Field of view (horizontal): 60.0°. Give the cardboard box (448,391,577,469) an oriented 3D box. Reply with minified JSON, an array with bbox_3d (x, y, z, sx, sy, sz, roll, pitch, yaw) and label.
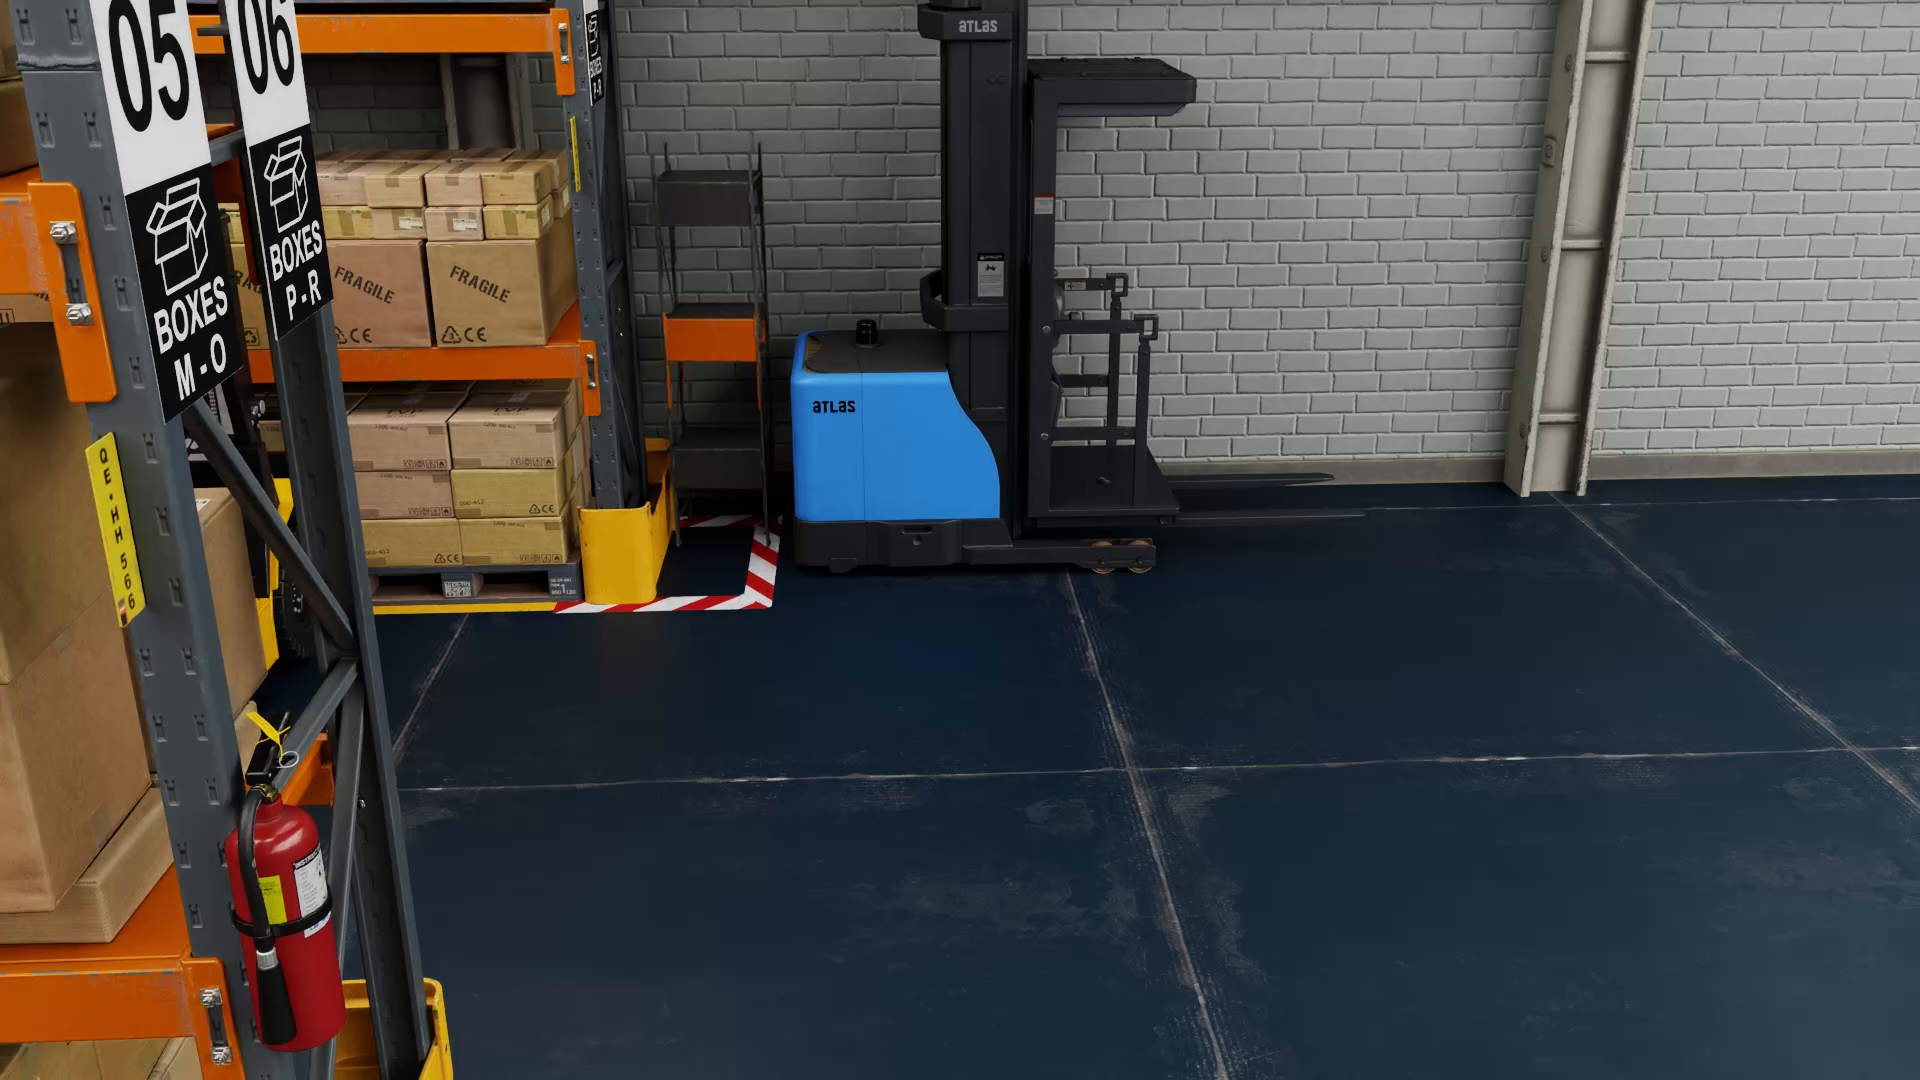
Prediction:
[{"bbox_3d":[-2.199,-0.546,8.210,0.500,0.250,0.500,0,21,-1],"label":"cardboard box"}]

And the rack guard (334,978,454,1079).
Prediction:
[{"bbox_3d":[-1.546,1.645,4.098,0.348,0.500,1.175,-1,21,-3],"label":"rack guard"}]

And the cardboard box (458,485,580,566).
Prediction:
[{"bbox_3d":[-2.209,-0.078,8.383,0.500,0.250,0.500,-1,21,-3],"label":"cardboard box"}]

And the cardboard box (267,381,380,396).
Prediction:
[{"bbox_3d":[-3.247,-0.706,8.629,0.500,0.250,0.500,-1,21,-3],"label":"cardboard box"}]

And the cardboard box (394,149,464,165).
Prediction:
[{"bbox_3d":[-2.631,-1.842,8.274,0.250,0.149,0.380,-1,21,-2],"label":"cardboard box"}]

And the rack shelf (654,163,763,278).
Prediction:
[{"bbox_3d":[-1.286,-1.653,8.580,0.480,0.518,0.431,0,21,1],"label":"rack shelf"}]

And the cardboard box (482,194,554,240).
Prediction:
[{"bbox_3d":[-2.088,-1.531,7.875,0.250,0.149,0.380,-1,21,-2],"label":"cardboard box"}]

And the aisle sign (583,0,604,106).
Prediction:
[{"bbox_3d":[-1.675,-2.400,7.555,0.004,0.787,0.394,-1,21,-3],"label":"aisle sign"}]

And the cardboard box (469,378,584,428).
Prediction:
[{"bbox_3d":[-2.248,-0.724,8.676,0.500,0.250,0.500,-1,21,-4],"label":"cardboard box"}]

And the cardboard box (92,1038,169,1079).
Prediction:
[{"bbox_3d":[-2.315,1.132,4.152,0.500,0.500,0.500,-2,21,-5],"label":"cardboard box"}]

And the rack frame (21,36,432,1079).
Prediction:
[{"bbox_3d":[-1.470,0.475,3.657,0.127,3.000,1.000,-1,21,-3],"label":"rack frame"}]

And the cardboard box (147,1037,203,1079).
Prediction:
[{"bbox_3d":[-2.292,1.482,4.287,0.500,0.250,0.500,-1,21,-3],"label":"cardboard box"}]

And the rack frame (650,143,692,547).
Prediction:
[{"bbox_3d":[-1.528,-1.013,8.830,0.015,2.100,0.400,0,21,1],"label":"rack frame"}]

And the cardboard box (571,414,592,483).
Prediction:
[{"bbox_3d":[-2.239,-0.497,8.783,0.500,0.250,0.500,-1,21,-2],"label":"cardboard box"}]

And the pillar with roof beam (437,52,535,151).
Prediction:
[{"bbox_3d":[-2.258,-2.869,4.008,0.400,9.000,9.100,-1,21,-3],"label":"pillar with roof beam"}]

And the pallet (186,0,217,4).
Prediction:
[{"bbox_3d":[-3.686,-2.618,7.689,1.213,0.211,1.003,-1,21,-3],"label":"pallet"}]

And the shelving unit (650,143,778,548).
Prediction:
[{"bbox_3d":[-1.284,-1.011,8.824,0.503,2.100,0.431,0,21,1],"label":"shelving unit"}]

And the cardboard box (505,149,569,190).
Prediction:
[{"bbox_3d":[-2.105,-1.846,8.284,0.250,0.149,0.380,-2,21,-4],"label":"cardboard box"}]

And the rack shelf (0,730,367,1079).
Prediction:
[{"bbox_3d":[-3.467,0.852,3.679,4.000,0.370,1.077,-1,21,-3],"label":"rack shelf"}]

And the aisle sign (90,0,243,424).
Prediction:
[{"bbox_3d":[-1.392,-0.638,2.928,0.004,0.787,0.394,-1,21,-3],"label":"aisle sign"}]

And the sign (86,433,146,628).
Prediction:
[{"bbox_3d":[-1.459,-0.016,2.876,0.005,0.325,0.100,-1,21,-3],"label":"sign"}]

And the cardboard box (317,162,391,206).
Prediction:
[{"bbox_3d":[-2.860,-1.685,7.861,0.250,0.149,0.380,-1,21,-3],"label":"cardboard box"}]

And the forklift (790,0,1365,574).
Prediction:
[{"bbox_3d":[0.627,-1.382,8.632,3.031,2.935,1.130,-1,21,-3],"label":"forklift"}]

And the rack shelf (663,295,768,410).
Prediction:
[{"bbox_3d":[-1.284,-0.999,8.829,0.480,0.518,0.431,0,21,1],"label":"rack shelf"}]

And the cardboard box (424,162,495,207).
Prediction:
[{"bbox_3d":[-2.348,-1.679,7.844,0.250,0.149,0.380,-1,21,-3],"label":"cardboard box"}]

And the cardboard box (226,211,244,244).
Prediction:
[{"bbox_3d":[-3.367,-1.497,7.784,0.250,0.149,0.380,-1,21,-3],"label":"cardboard box"}]

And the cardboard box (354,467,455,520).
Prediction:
[{"bbox_3d":[-2.727,-0.306,8.280,0.500,0.250,0.500,-1,21,-4],"label":"cardboard box"}]

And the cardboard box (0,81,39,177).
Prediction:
[{"bbox_3d":[-1.811,-0.703,2.888,0.250,0.149,0.380,-1,21,-3],"label":"cardboard box"}]

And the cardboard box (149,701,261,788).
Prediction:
[{"bbox_3d":[-1.821,0.526,3.877,0.250,0.149,0.380,-1,21,-3],"label":"cardboard box"}]

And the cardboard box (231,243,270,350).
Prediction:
[{"bbox_3d":[-3.264,-1.214,7.953,0.500,0.500,0.500,-2,21,-4],"label":"cardboard box"}]

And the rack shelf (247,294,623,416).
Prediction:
[{"bbox_3d":[-3.754,-0.911,8.310,4.000,0.370,1.077,-1,21,-3],"label":"rack shelf"}]

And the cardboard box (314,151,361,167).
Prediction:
[{"bbox_3d":[-3.141,-1.828,8.237,0.250,0.149,0.380,-1,21,-1],"label":"cardboard box"}]

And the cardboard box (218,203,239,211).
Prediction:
[{"bbox_3d":[-3.372,-1.633,7.725,0.250,0.149,0.380,-1,21,-2],"label":"cardboard box"}]

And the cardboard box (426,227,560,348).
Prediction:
[{"bbox_3d":[-2.234,-1.232,7.999,0.500,0.500,0.500,-2,21,-4],"label":"cardboard box"}]

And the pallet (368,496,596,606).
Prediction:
[{"bbox_3d":[-2.519,0.045,8.705,1.213,0.211,1.003,-1,21,-3],"label":"pallet"}]

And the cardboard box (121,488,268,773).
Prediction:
[{"bbox_3d":[-1.959,0.200,3.820,0.500,0.500,0.500,-1,21,-4],"label":"cardboard box"}]

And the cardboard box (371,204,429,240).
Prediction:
[{"bbox_3d":[-2.604,-1.532,7.877,0.250,0.149,0.380,-1,21,-2],"label":"cardboard box"}]

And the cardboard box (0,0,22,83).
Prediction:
[{"bbox_3d":[-1.966,-0.890,2.819,0.500,0.250,0.500,-1,21,-4],"label":"cardboard box"}]

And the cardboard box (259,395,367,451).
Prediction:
[{"bbox_3d":[-3.212,-0.520,8.141,0.500,0.250,0.500,-1,21,-2],"label":"cardboard box"}]
